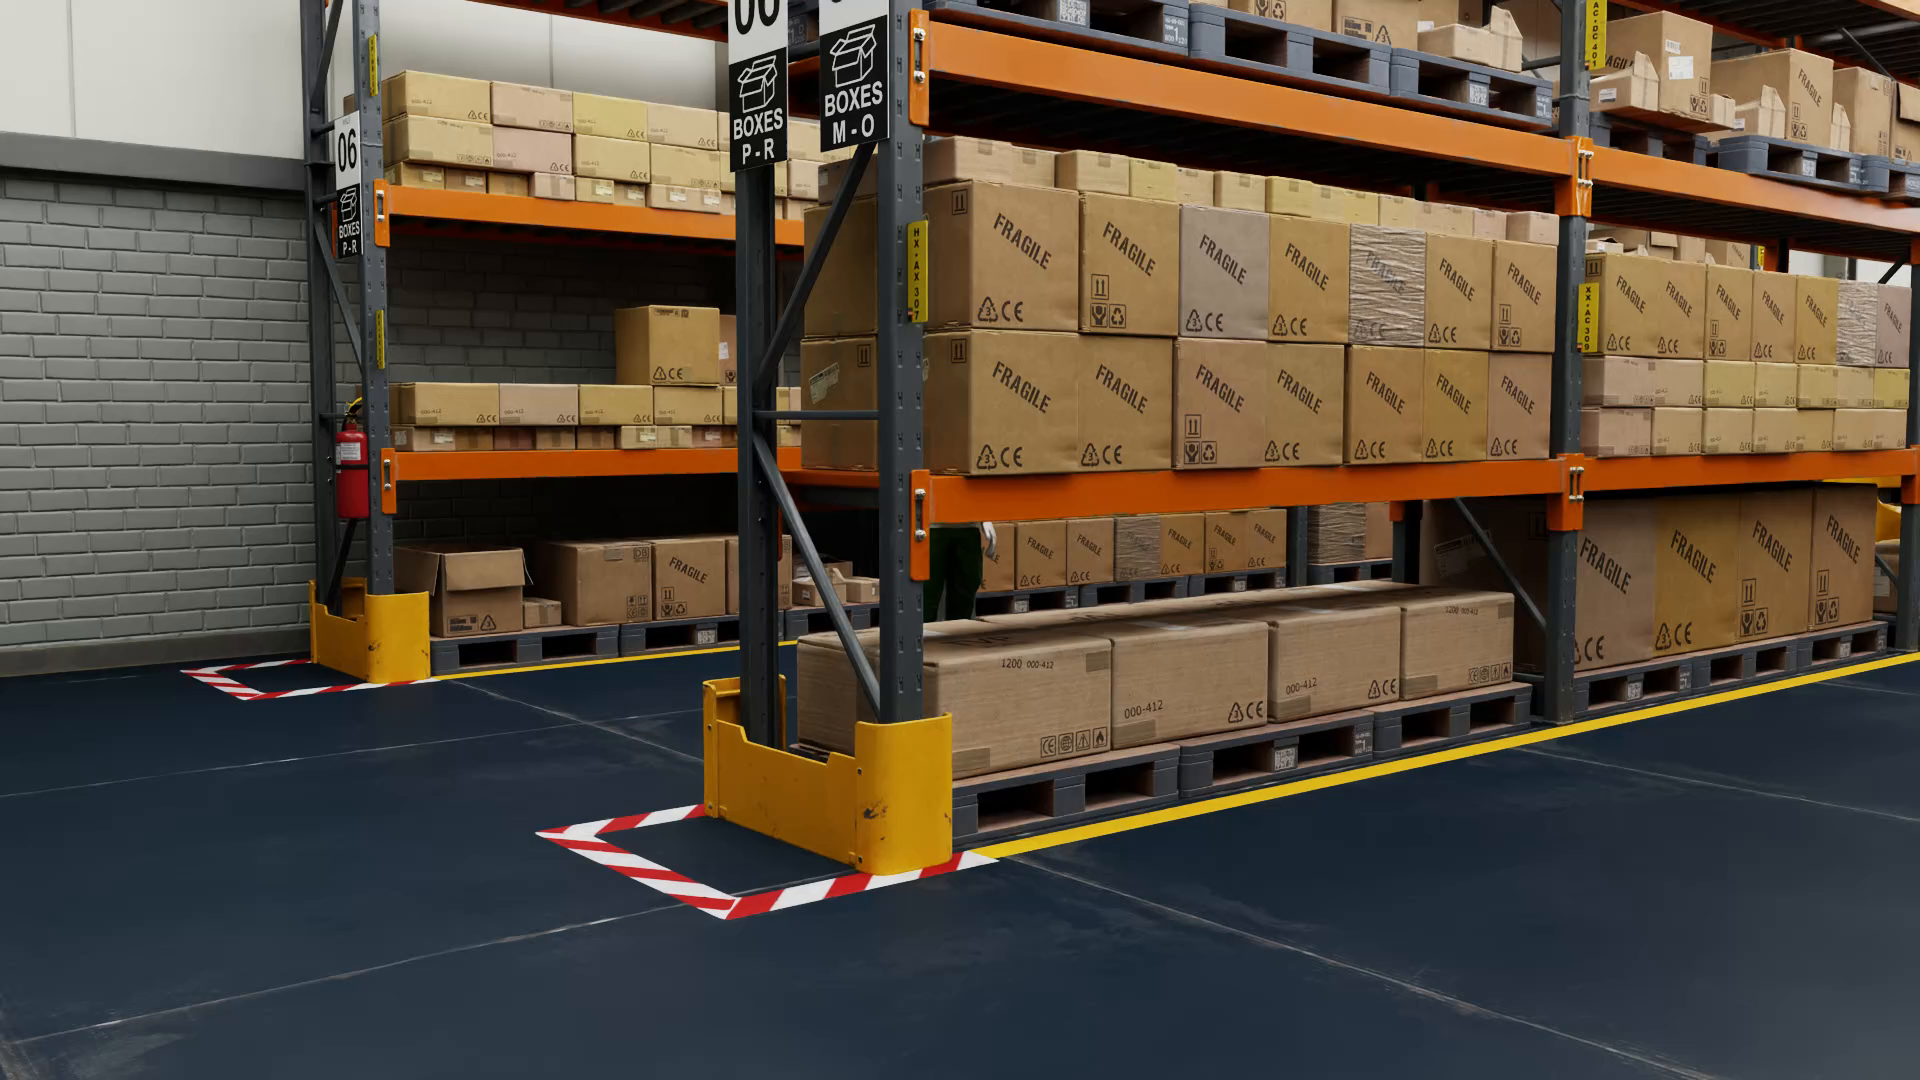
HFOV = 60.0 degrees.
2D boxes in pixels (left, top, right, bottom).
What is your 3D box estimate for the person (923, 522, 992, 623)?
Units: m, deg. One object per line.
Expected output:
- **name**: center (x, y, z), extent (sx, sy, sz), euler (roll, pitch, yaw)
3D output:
- **person**: center (-0.067, -0.060, 8.835), extent (0.560, 1.788, 0.359), euler (-3, 5, -39)
